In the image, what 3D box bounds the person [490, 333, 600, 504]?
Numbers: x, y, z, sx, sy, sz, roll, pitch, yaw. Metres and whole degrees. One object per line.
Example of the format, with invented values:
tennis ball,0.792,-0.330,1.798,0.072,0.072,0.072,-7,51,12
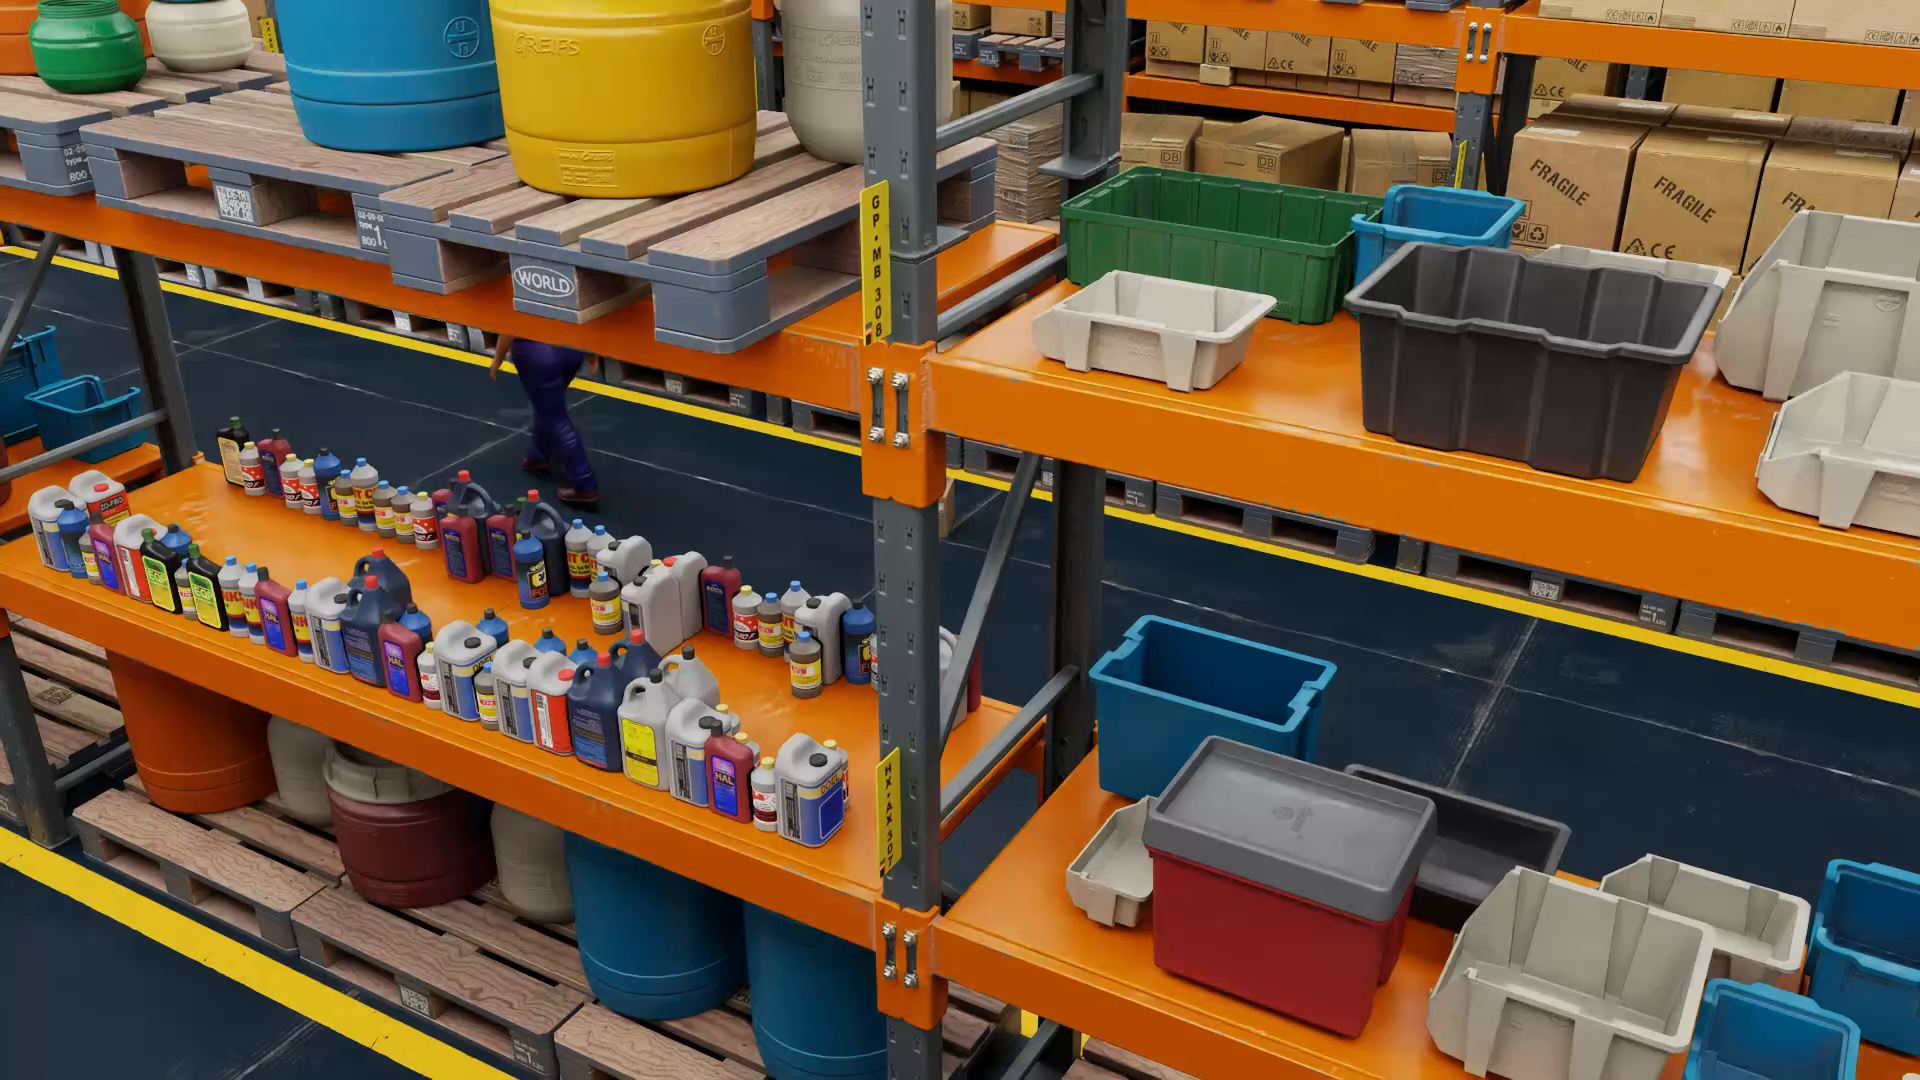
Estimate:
person,-2.338,-1.016,9.148,0.826,1.646,0.522,15,30,27
